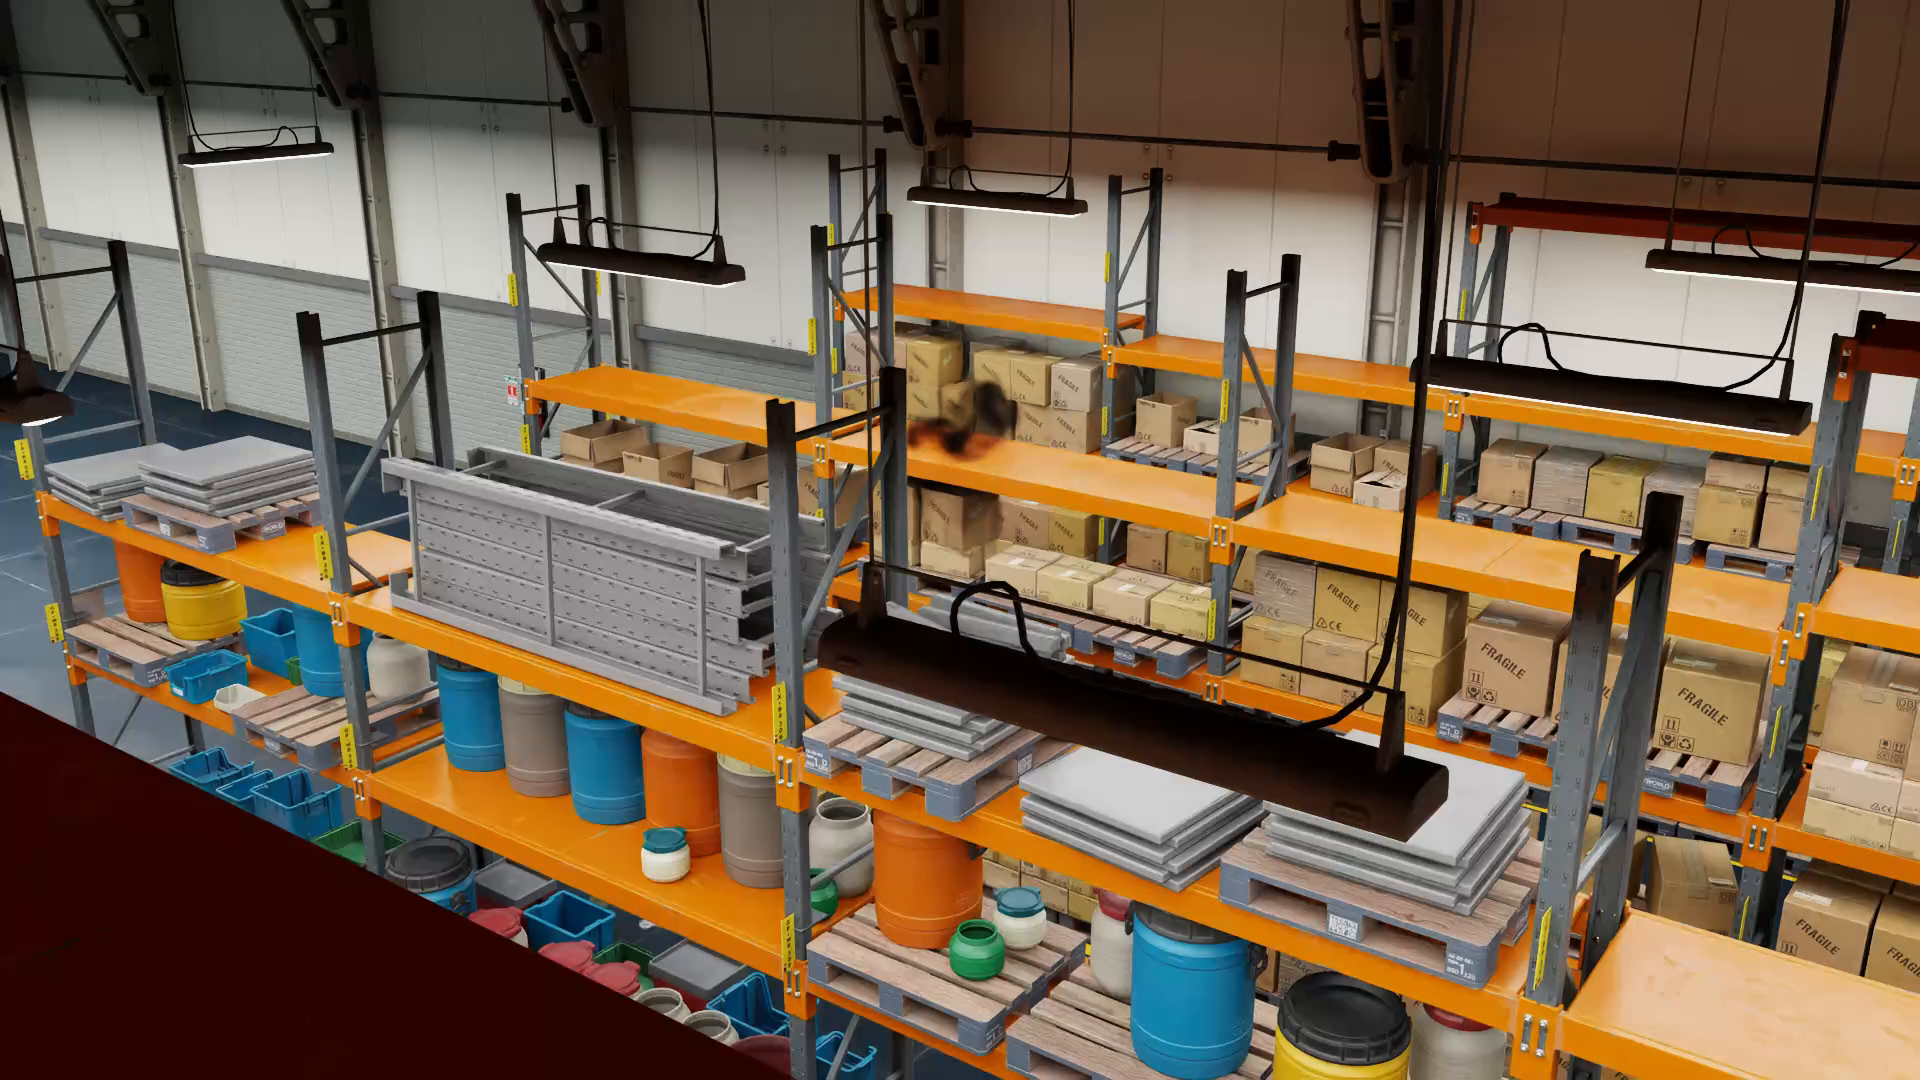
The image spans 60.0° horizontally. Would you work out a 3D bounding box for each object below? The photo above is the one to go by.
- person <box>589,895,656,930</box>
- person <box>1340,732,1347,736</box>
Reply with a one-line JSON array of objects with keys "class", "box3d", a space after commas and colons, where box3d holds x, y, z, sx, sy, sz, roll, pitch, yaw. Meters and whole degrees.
[{"class": "person", "box3d": [-2.903, 2.495, 14.111, 0.881, 1.826, 0.608, 12, 22, 31]}, {"class": "person", "box3d": [3.707, 2.274, 15.493, 0.874, 1.626, 0.548, 16, 24, 40]}]
